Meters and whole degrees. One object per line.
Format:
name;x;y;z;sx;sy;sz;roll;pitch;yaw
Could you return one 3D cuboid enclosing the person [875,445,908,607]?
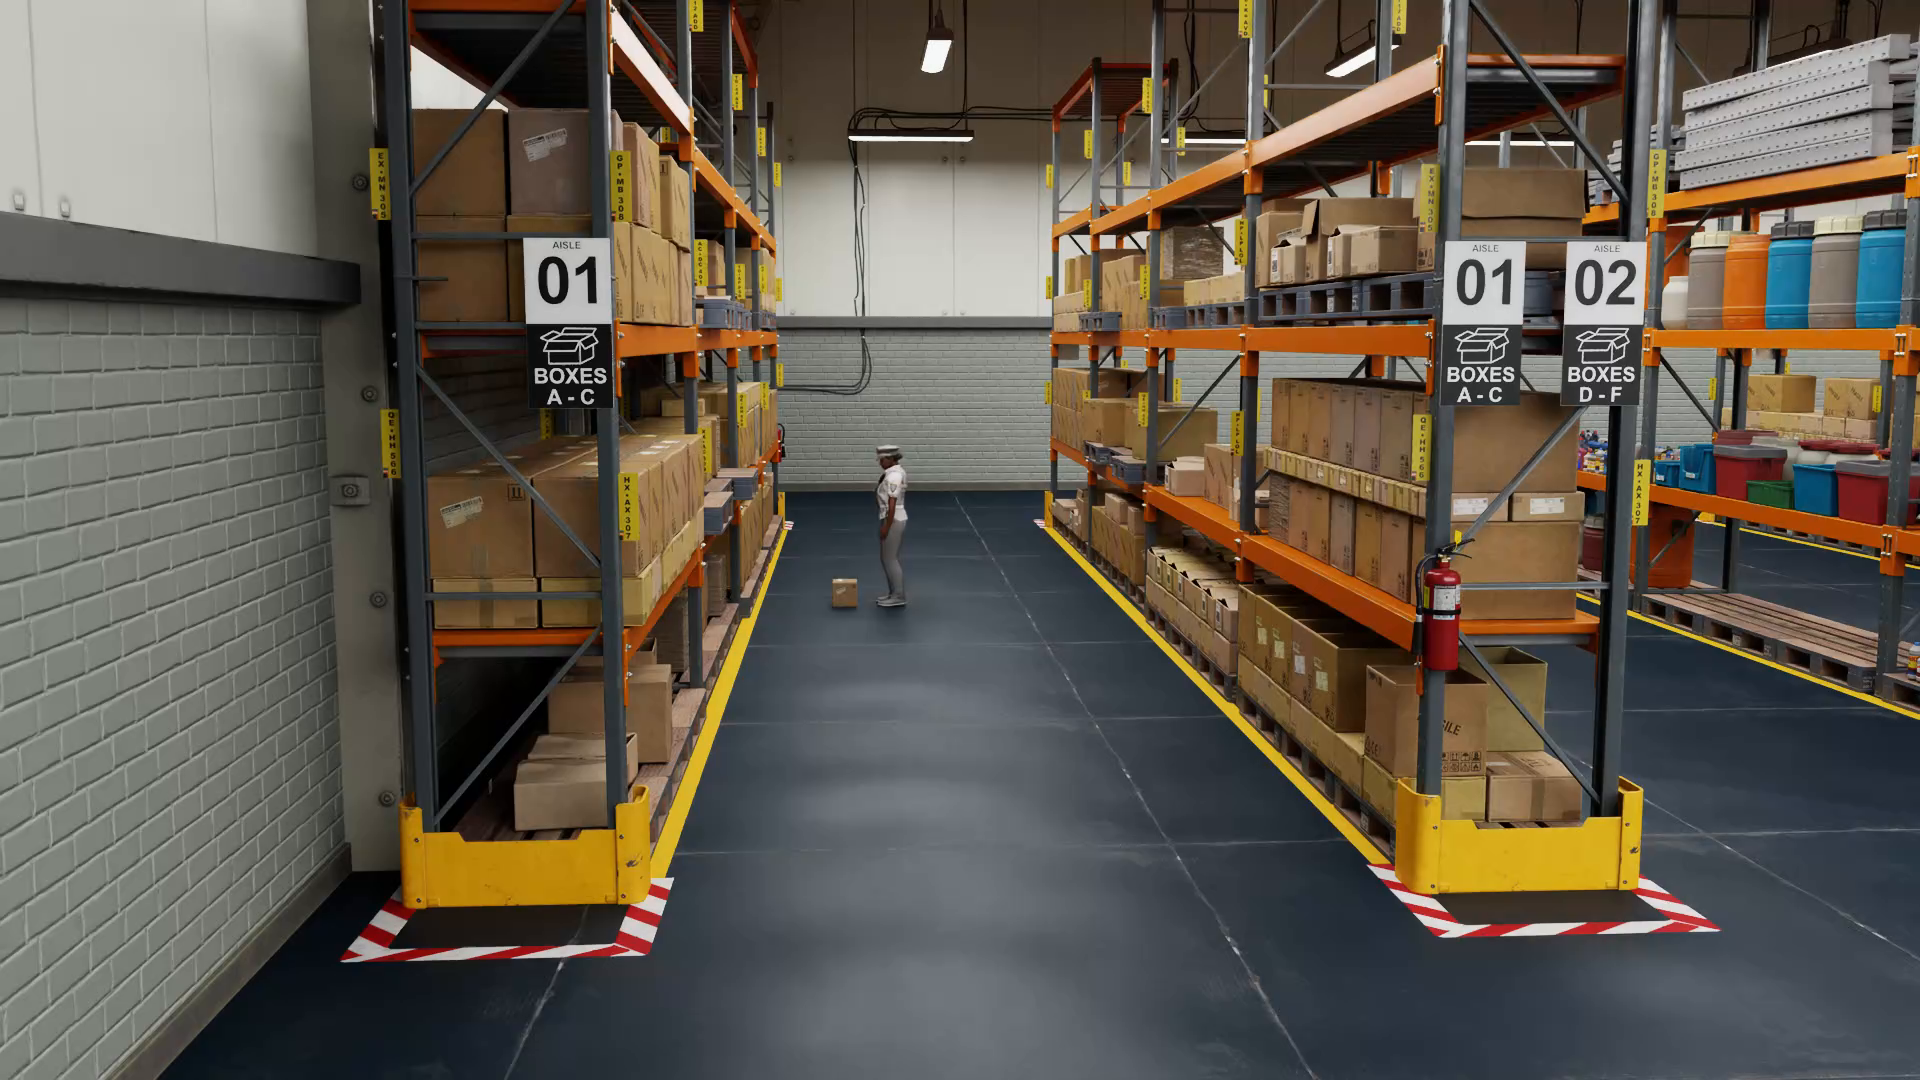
person;-0.701;-0.149;17.038;0.336;1.653;0.440;0;7;-3
